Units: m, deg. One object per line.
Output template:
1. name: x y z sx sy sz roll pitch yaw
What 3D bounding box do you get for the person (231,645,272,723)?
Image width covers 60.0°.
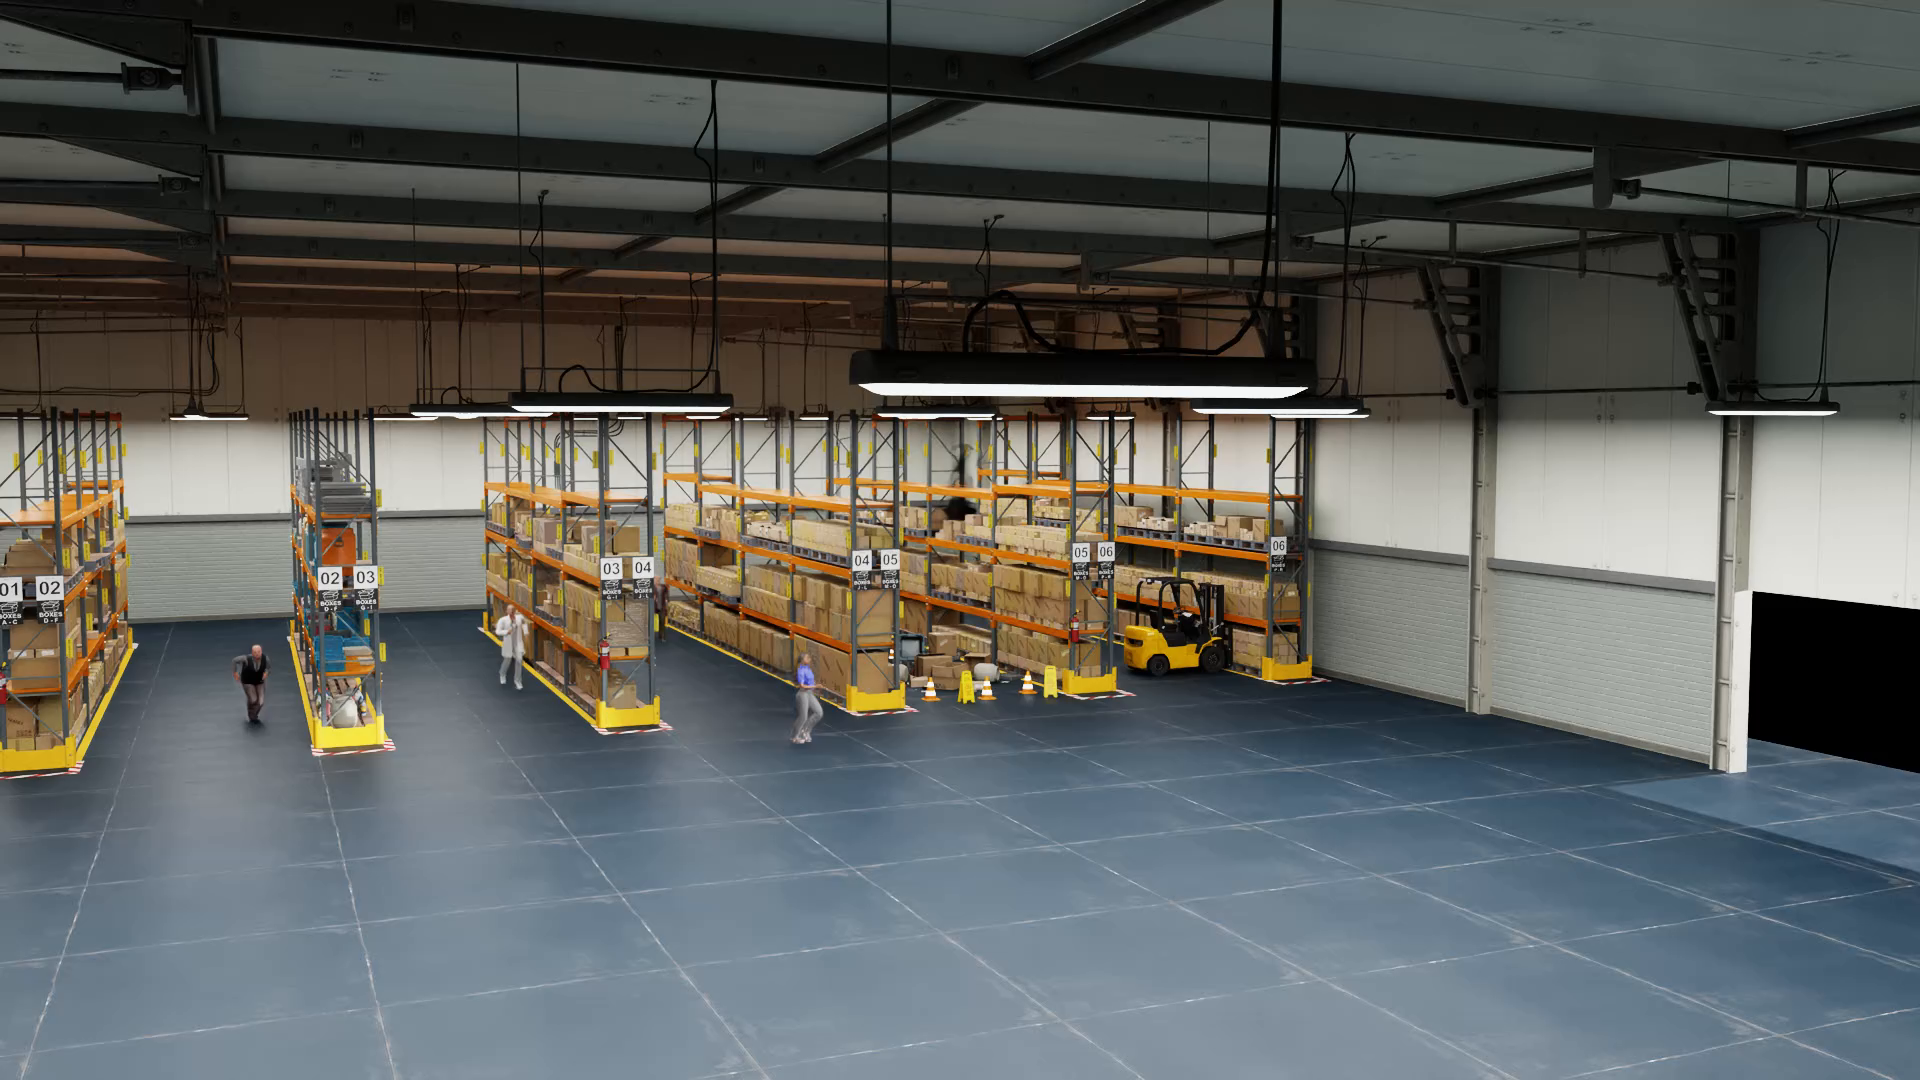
1. person: -13.408 2.743 31.514 0.684 1.548 0.857 -3 5 -36

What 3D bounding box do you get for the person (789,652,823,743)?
1. person: -2.730 2.816 29.712 0.655 1.633 0.547 1 4 20

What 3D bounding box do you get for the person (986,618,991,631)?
1. person: 0.762 1.748 45.614 0.521 1.567 0.540 -2 5 -32

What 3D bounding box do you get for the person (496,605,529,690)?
1. person: -9.731 2.305 36.127 0.726 1.829 1.002 -2 4 -26

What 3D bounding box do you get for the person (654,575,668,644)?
1. person: -7.875 1.781 43.326 0.709 1.764 1.044 -2 4 -27
